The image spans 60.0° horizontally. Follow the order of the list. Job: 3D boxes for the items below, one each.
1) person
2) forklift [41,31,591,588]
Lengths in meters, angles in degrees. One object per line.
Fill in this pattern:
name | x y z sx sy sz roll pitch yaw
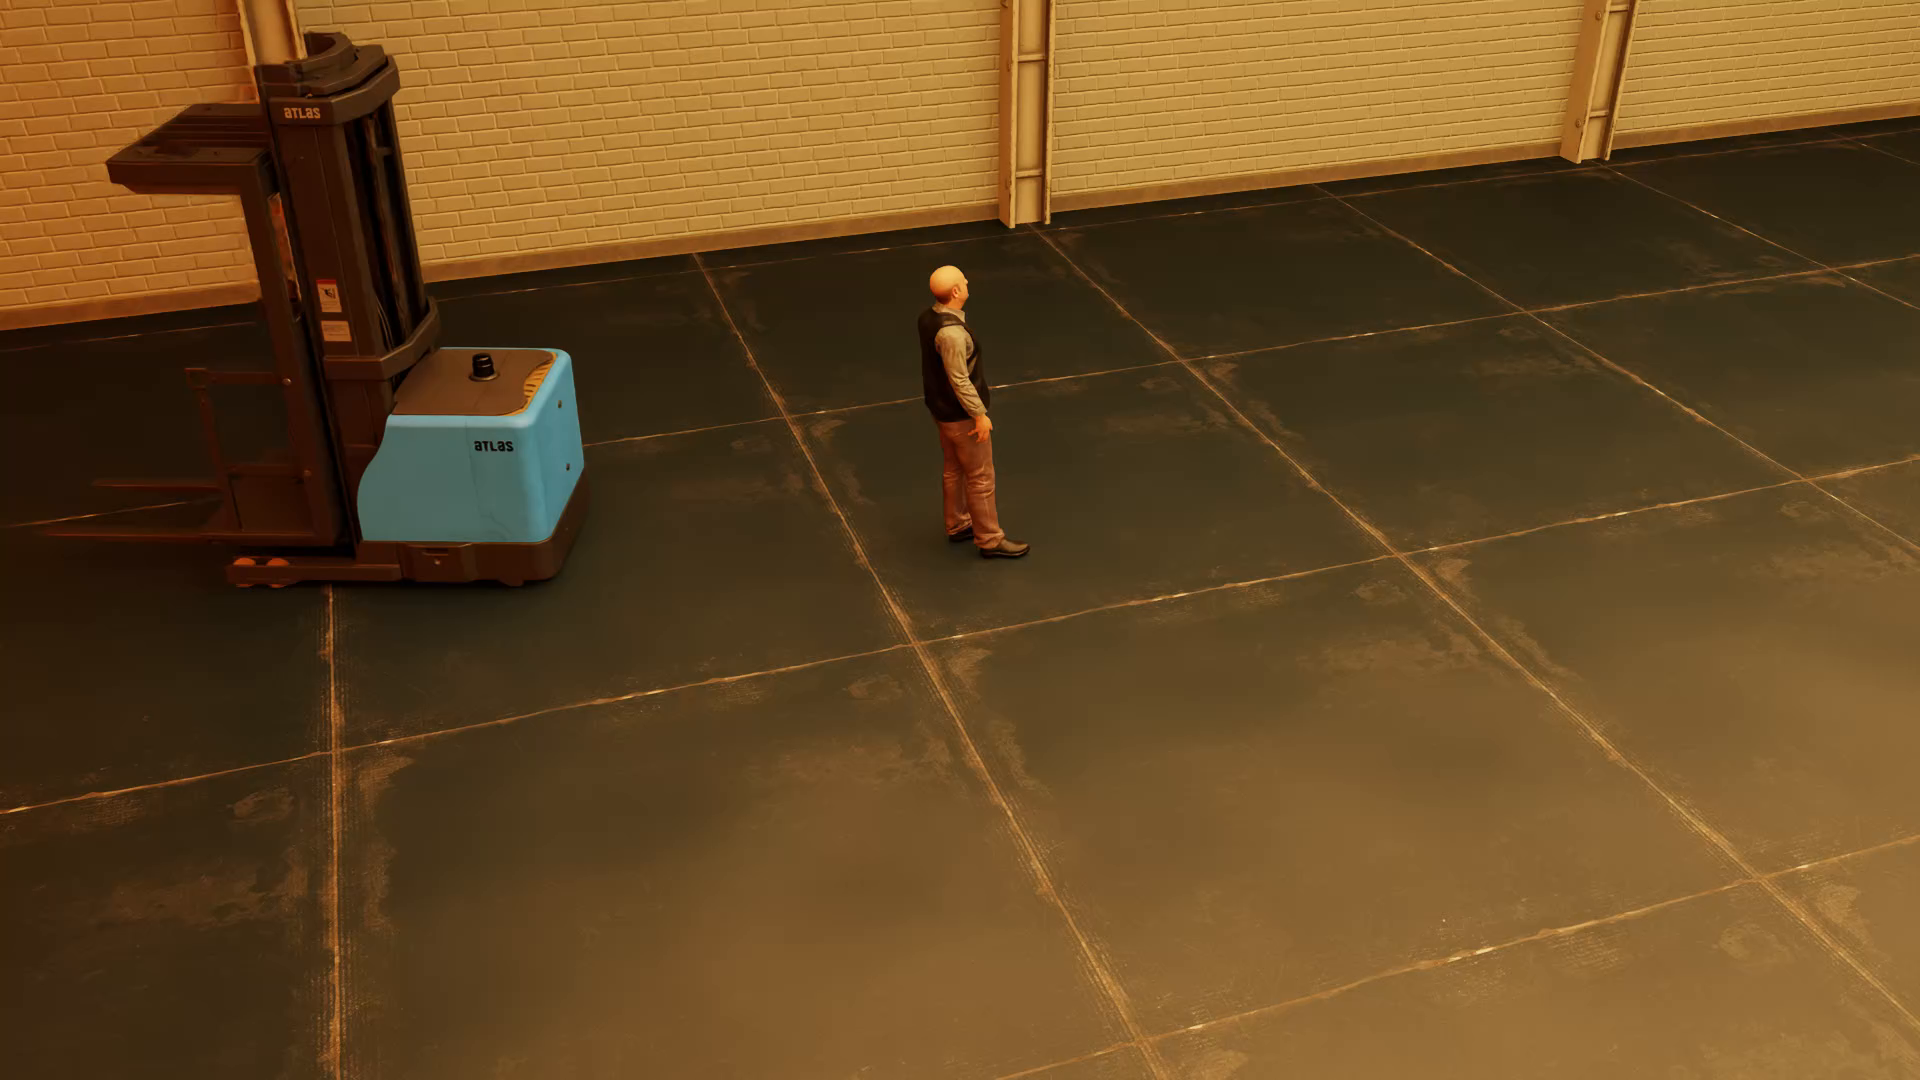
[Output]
person | 0.062 -0.759 9.605 0.566 1.722 0.633 -10 31 -16
forklift | -3.812 -1.258 9.274 3.031 2.935 1.130 1 30 1
